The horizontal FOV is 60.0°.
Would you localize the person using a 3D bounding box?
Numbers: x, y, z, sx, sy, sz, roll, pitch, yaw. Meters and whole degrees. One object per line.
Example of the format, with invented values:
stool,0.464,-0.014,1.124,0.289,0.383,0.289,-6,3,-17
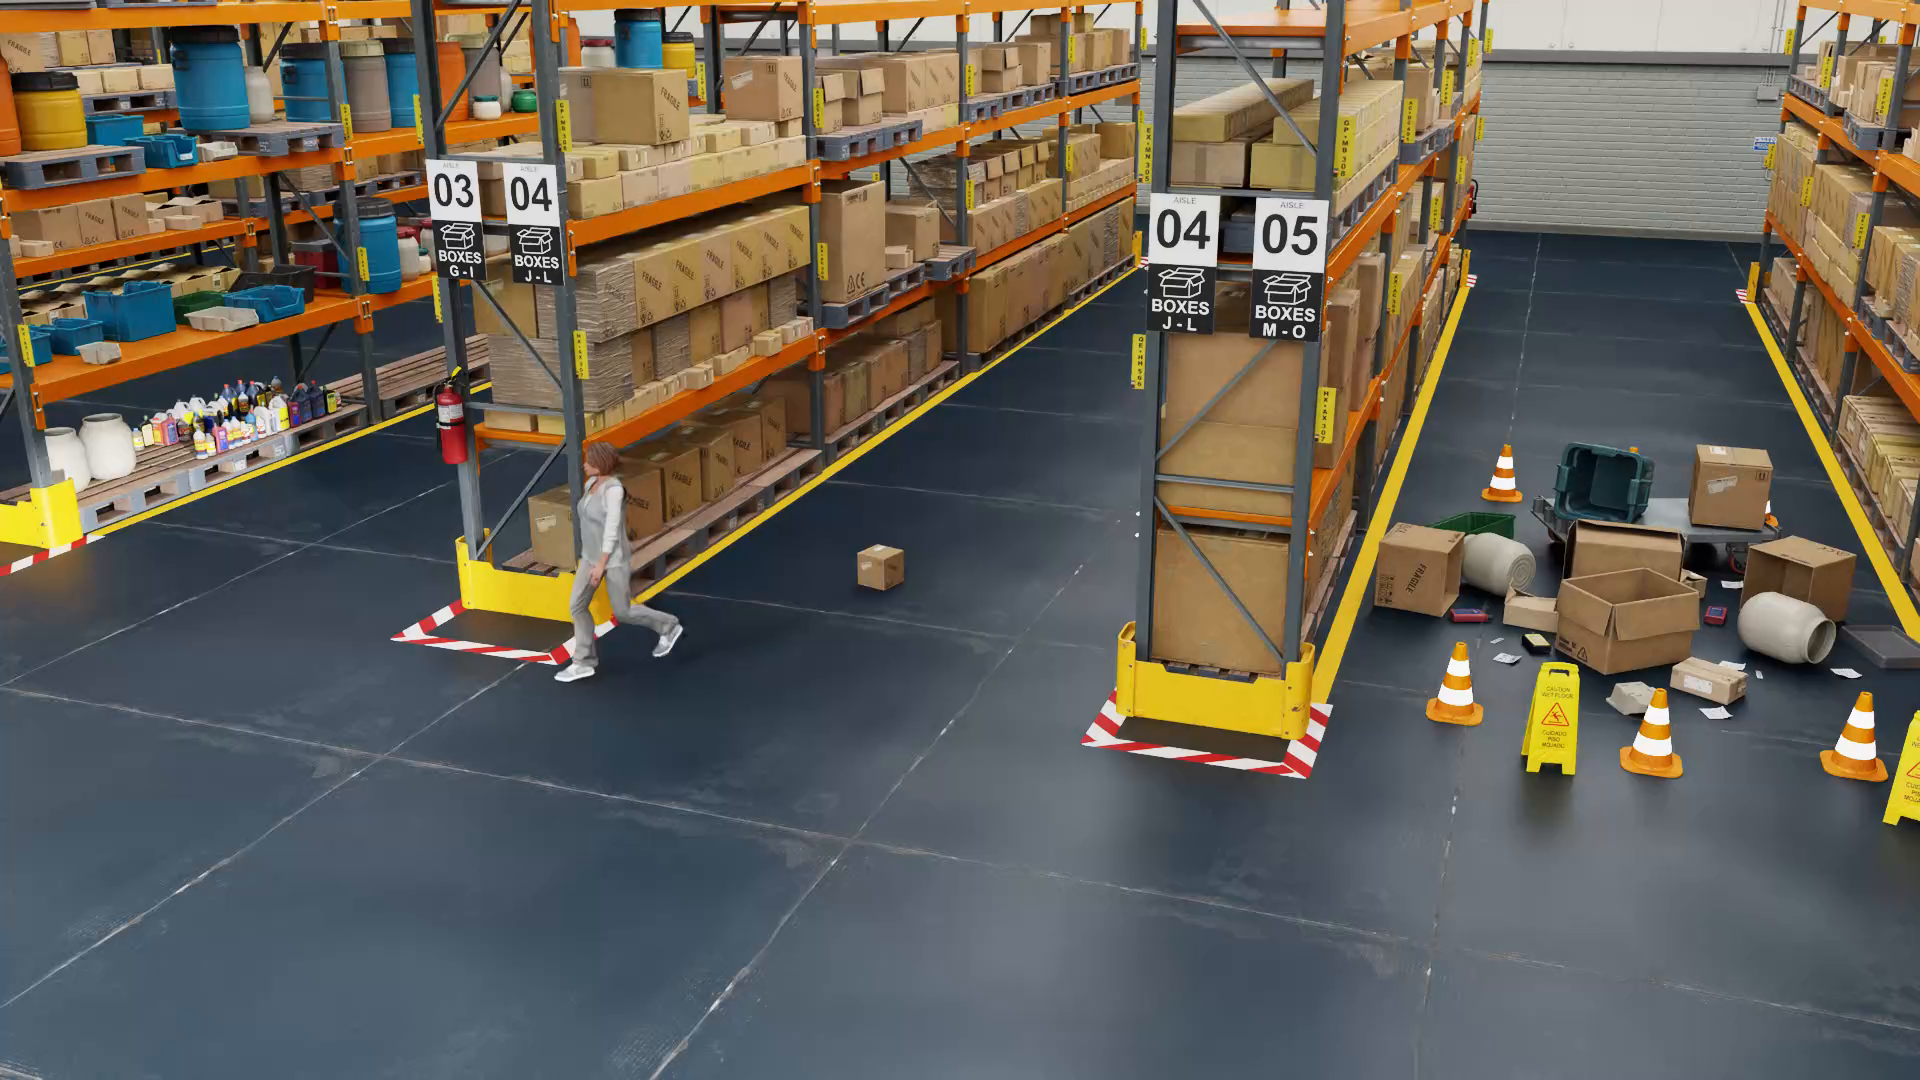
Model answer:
person,-2.256,0.118,10.735,0.869,1.533,0.399,-16,24,-38
